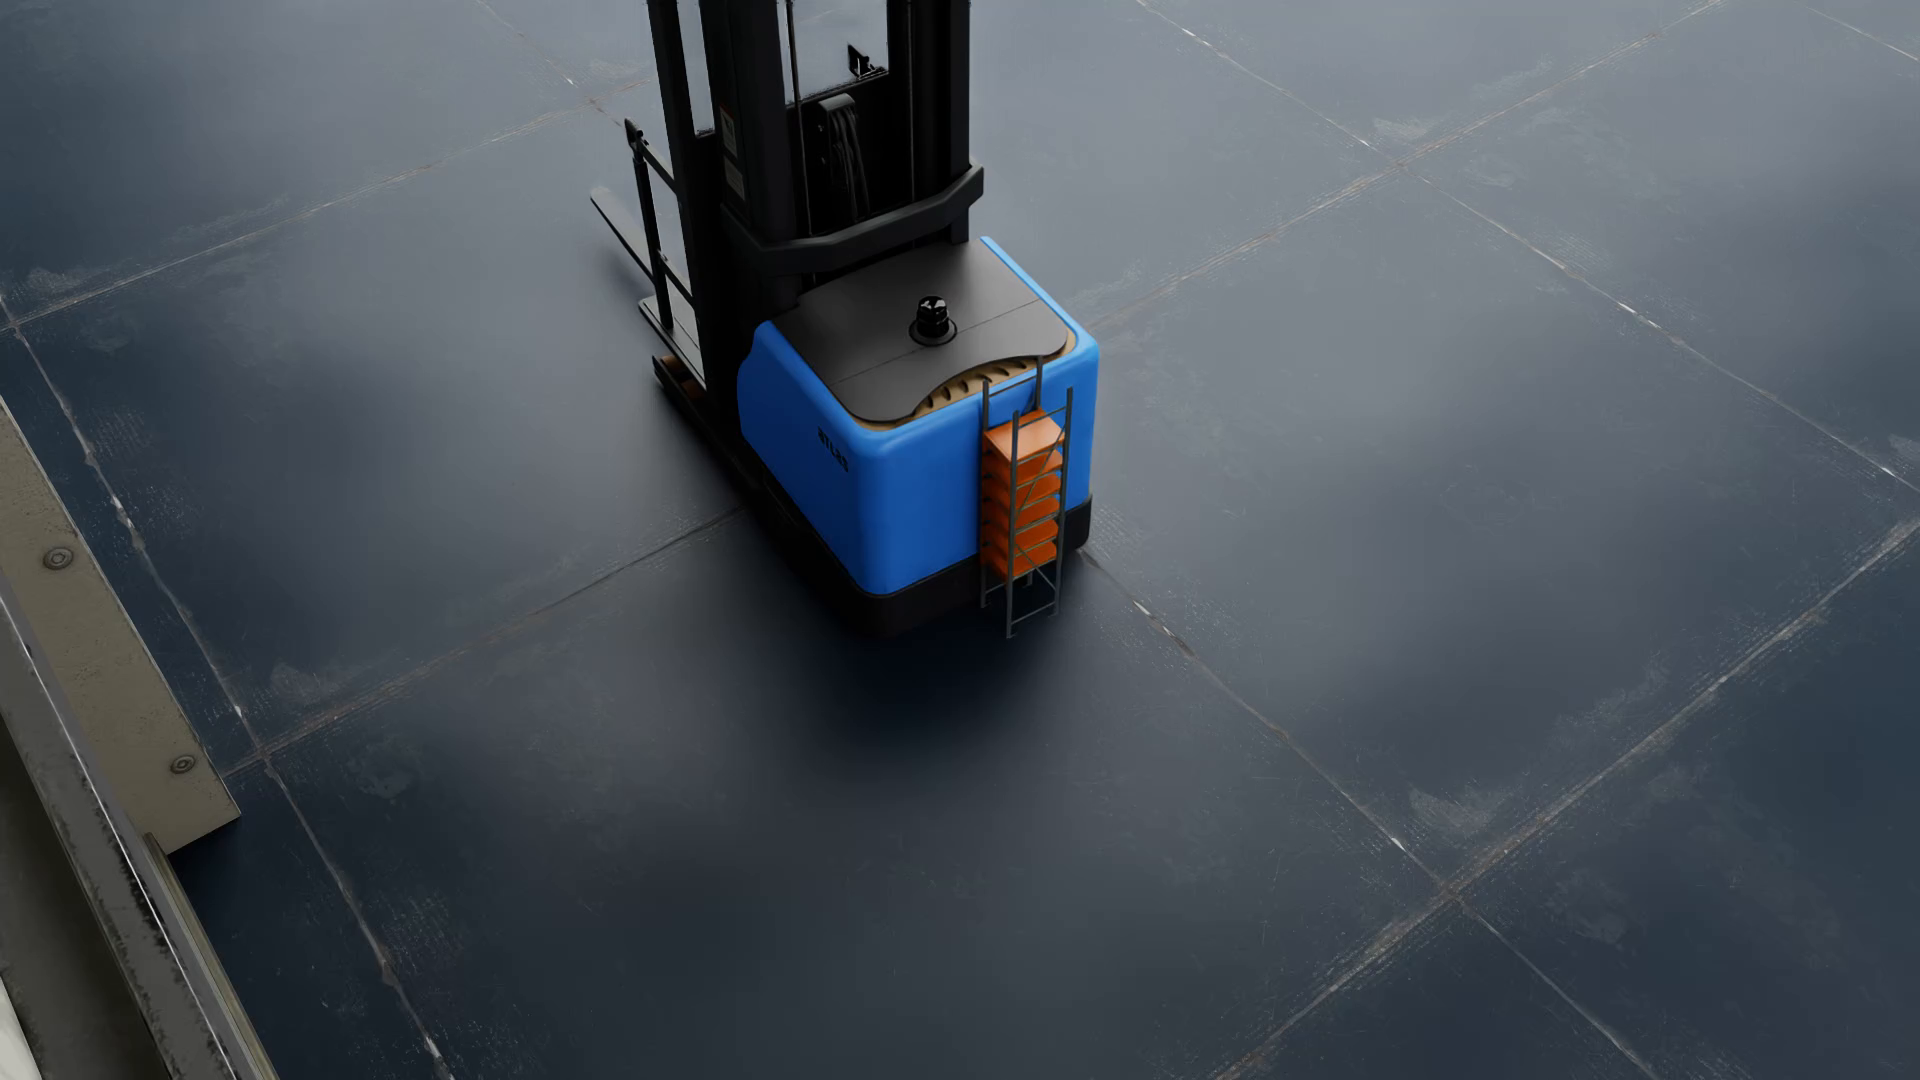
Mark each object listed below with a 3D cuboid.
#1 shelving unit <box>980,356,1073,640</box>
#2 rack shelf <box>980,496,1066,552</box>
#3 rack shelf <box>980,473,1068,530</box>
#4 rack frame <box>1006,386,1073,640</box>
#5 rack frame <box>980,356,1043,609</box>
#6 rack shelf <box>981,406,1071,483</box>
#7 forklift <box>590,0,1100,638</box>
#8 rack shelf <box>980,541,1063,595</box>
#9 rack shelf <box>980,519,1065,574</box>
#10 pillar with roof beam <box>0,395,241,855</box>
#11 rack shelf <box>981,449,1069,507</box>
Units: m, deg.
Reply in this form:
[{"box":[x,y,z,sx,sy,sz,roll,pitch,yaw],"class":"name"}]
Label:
[{"box":[0.230,-0.124,6.051,0.258,1.200,0.189,-25,52,-21],"class":"shelving unit"},{"box":[0.230,-0.094,6.084,0.258,0.103,0.180,-25,52,-21],"class":"rack shelf"},{"box":[0.230,-0.175,5.995,0.258,0.103,0.180,-25,52,-21],"class":"rack shelf"},{"box":[0.279,-0.067,5.999,0.240,1.200,0.006,-25,52,-21],"class":"rack frame"},{"box":[0.182,-0.182,6.104,0.240,1.200,0.006,-25,52,-21],"class":"rack frame"},{"box":[0.230,-0.336,5.818,0.258,0.103,0.180,-25,52,-21],"class":"rack shelf"},{"box":[-0.688,-1.689,6.302,1.130,2.935,3.031,-25,52,-21],"class":"forklift"},{"box":[0.230,0.067,6.262,0.258,0.103,0.180,-25,52,-21],"class":"rack shelf"},{"box":[0.230,-0.014,6.173,0.258,0.103,0.180,-25,52,-21],"class":"rack shelf"},{"box":[0.648,-4.032,4.330,9.100,9.000,0.400,-29,54,-24],"class":"pillar with roof beam"},{"box":[0.230,-0.255,5.907,0.258,0.103,0.180,-25,52,-21],"class":"rack shelf"}]
